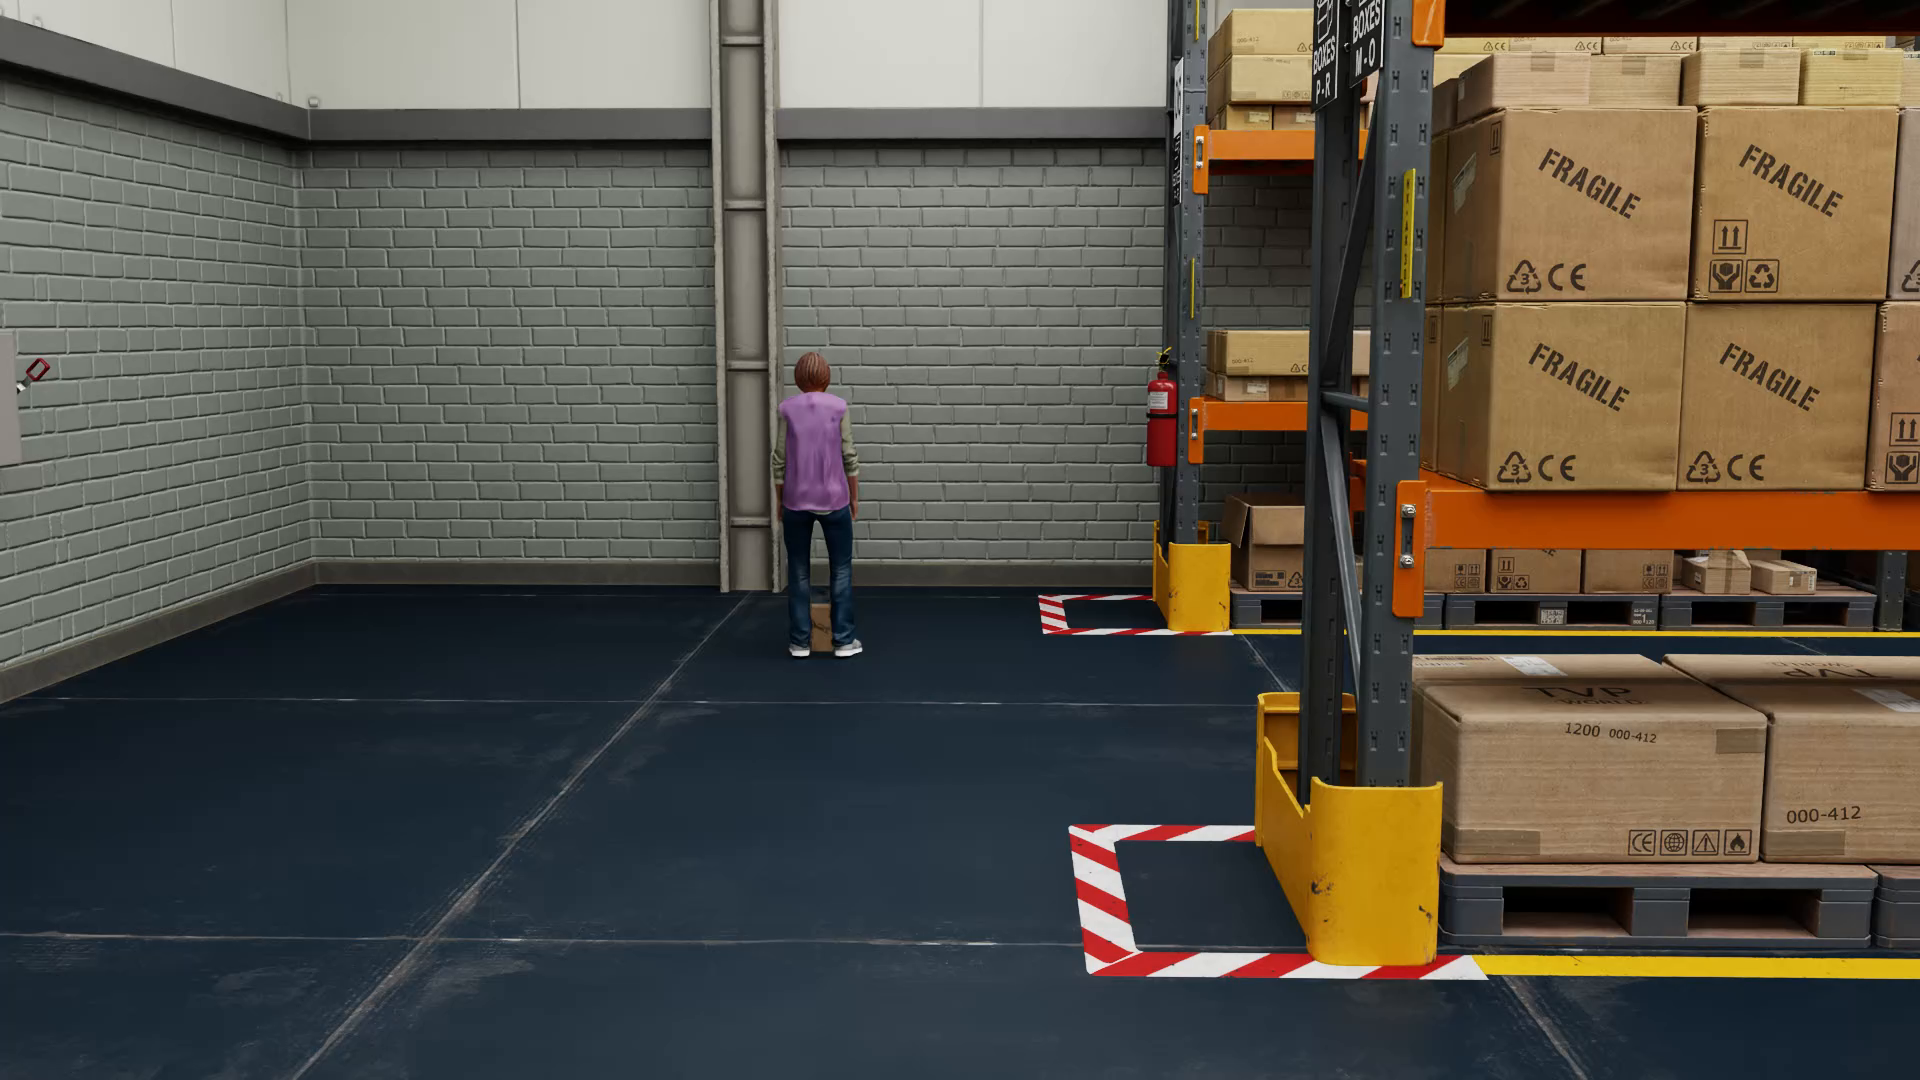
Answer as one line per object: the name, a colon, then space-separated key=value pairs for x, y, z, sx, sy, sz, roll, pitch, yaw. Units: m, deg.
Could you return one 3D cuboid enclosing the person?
person: x=-0.749 y=-0.178 z=8.686 sx=0.460 sy=1.593 sz=0.342 roll=0 pitch=7 yaw=-1
